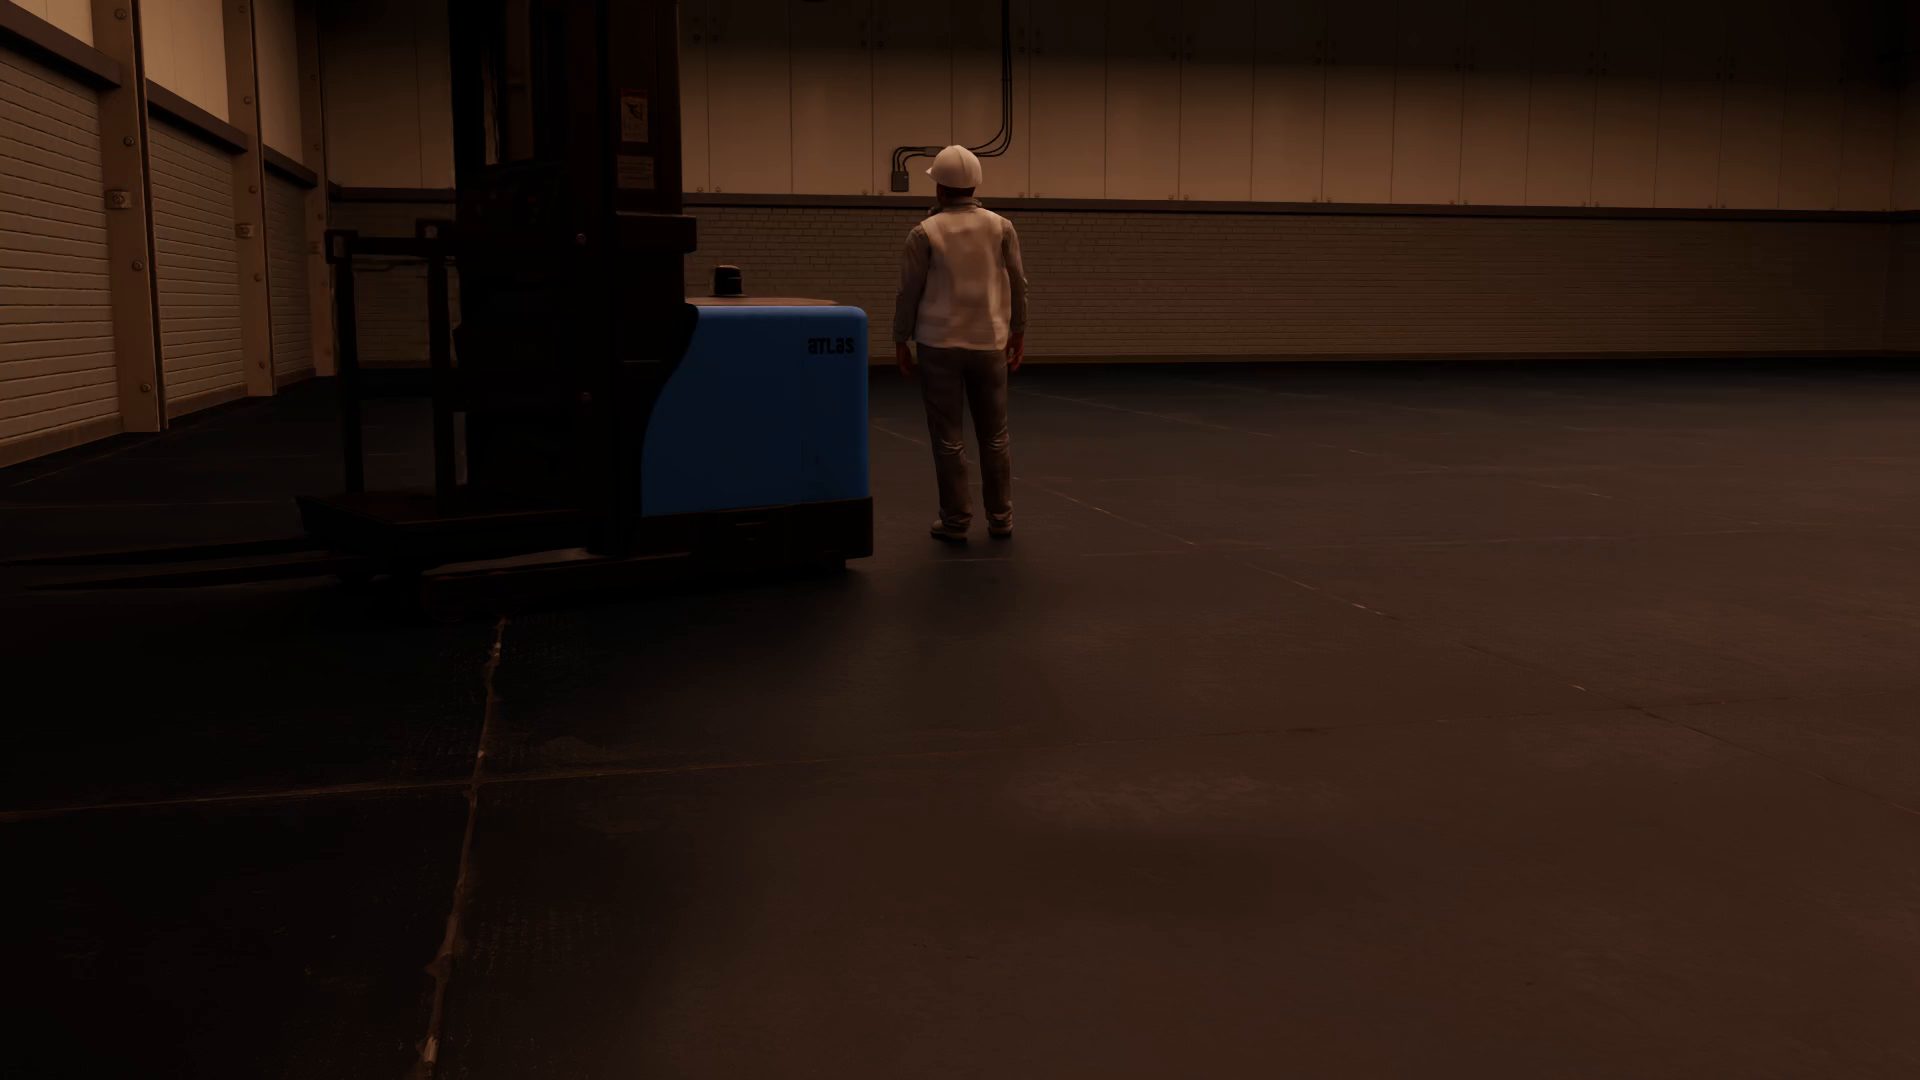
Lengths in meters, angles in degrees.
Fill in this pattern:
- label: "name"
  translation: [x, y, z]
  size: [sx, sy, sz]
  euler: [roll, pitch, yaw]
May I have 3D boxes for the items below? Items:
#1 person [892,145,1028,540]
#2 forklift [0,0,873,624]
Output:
- label: "person"
  translation: [-0.008, -0.894, 7.645]
  size: [0.633, 1.775, 0.566]
  euler: [-2, 8, -13]
- label: "forklift"
  translation: [-1.834, -1.249, 6.057]
  size: [3.031, 2.935, 1.130]
  euler: [-6, 10, -37]
